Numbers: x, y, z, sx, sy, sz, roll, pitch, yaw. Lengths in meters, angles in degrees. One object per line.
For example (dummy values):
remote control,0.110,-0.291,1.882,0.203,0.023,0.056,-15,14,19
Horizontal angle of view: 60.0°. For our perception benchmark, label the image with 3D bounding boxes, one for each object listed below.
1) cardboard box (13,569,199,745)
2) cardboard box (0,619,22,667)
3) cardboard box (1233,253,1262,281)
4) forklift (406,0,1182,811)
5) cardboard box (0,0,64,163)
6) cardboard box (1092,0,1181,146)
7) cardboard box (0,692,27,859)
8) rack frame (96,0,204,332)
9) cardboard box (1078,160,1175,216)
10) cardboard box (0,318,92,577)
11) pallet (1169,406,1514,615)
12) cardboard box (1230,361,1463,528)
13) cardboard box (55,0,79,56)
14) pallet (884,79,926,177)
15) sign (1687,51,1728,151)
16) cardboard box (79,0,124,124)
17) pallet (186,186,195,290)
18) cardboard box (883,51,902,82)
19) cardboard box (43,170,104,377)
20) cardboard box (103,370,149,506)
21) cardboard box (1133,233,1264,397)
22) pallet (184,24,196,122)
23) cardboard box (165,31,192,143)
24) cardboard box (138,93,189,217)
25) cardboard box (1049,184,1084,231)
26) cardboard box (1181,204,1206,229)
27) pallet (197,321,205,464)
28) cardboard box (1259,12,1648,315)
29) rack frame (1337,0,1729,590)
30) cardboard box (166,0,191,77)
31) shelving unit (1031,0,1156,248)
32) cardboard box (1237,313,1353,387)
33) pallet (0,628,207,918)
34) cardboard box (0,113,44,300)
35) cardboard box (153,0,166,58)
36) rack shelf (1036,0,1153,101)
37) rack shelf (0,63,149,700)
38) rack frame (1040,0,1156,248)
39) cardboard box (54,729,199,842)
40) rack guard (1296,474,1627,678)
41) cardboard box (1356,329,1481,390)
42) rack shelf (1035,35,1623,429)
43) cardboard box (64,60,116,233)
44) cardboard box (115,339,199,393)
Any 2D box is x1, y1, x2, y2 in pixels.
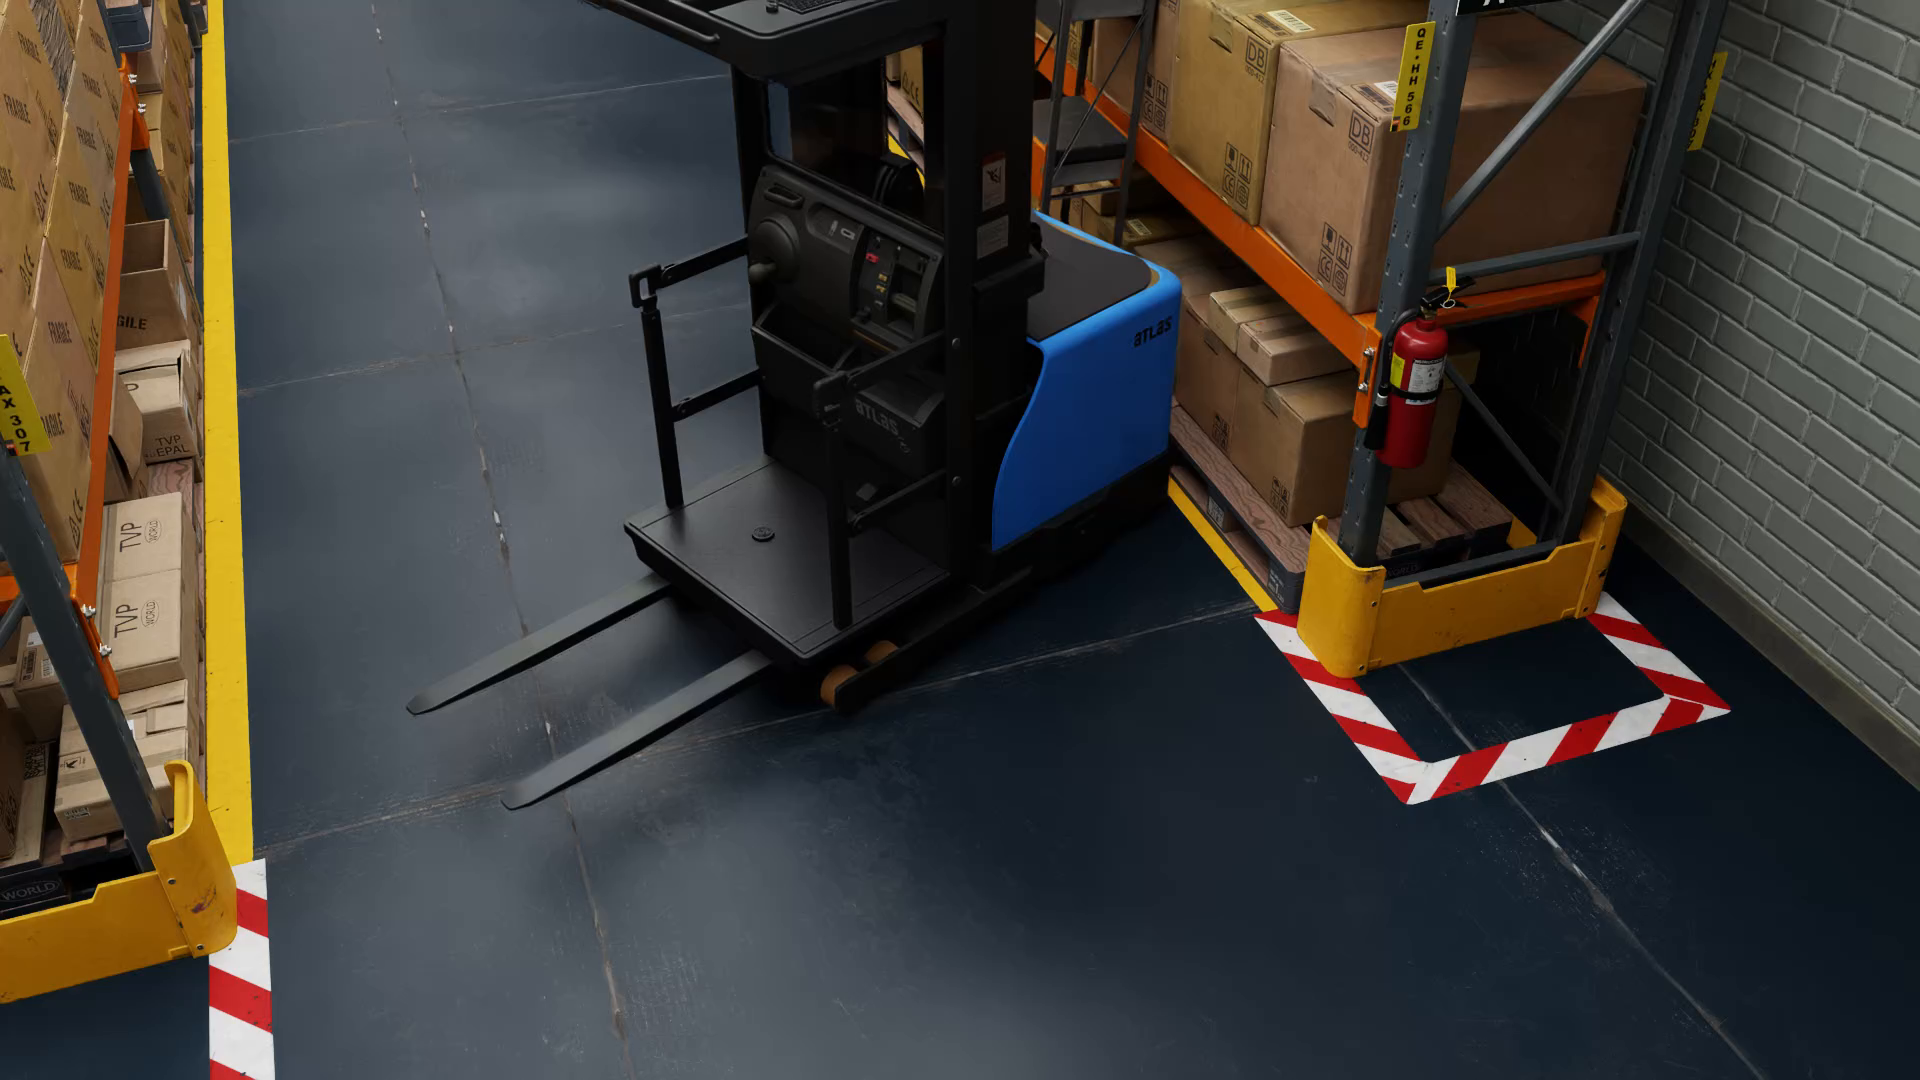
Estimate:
cardboard box,-2.889,0.390,5.659,0.500,0.250,0.500,-12,39,-16
cardboard box,-3.513,0.239,5.859,0.500,0.250,0.500,-12,39,-16
cardboard box,1.401,-1.257,7.115,0.380,0.149,0.250,-12,39,-15
forklift,-0.554,-0.913,5.526,3.031,2.935,1.130,-30,46,-33
cardboard box,-3.232,-1.493,5.325,0.500,0.500,0.500,-13,39,-16
cardboard box,1.154,-2.159,6.874,0.980,0.700,0.700,-14,39,-18
cardboard box,-3.215,0.682,5.063,0.500,0.500,0.500,-12,39,-16
rack frame,-4.173,-2.144,7.103,1.000,3.000,0.127,-12,39,-16
cardboard box,0.765,-1.630,7.611,0.380,0.149,0.250,-14,39,-17
cardboard box,-2.701,-0.230,4.479,0.500,0.500,0.500,-12,39,-15
pallet,1.505,-0.234,6.885,1.003,0.211,1.213,-12,39,-16
cardboard box,1.519,-0.456,6.591,0.700,0.500,0.500,-12,39,-16
cardboard box,-3.577,-2.062,6.081,0.500,0.500,0.500,-13,39,-17
pallet,0.141,-2.478,9.865,1.003,0.211,1.213,-12,39,-16
sign,2.377,-1.401,5.332,0.100,0.325,0.005,-12,39,-16
cardboard box,-3.760,-1.955,6.769,0.500,0.500,0.500,-12,39,-15
pallet,-4.488,-1.482,8.542,1.003,0.211,1.213,-12,39,-16
cardboard box,-0.177,-3.323,10.106,0.750,0.750,0.750,-11,38,-15
cardboard box,-3.054,-0.804,5.241,0.500,0.500,0.500,-13,39,-16
cardboard box,-3.521,-0.262,6.314,0.797,0.503,0.637,-12,39,-16
cardboard box,1.173,-1.023,7.343,0.700,0.500,0.500,-14,39,-17
pallet,-5.328,-2.860,10.372,1.003,0.211,1.213,-12,39,-16
cardboard box,-4.643,-2.514,9.306,0.500,0.500,0.500,-14,39,-18
cardboard box,-4.304,-1.944,8.550,0.500,0.500,0.500,-12,39,-15
cardboard box,0.808,-1.613,8.127,0.700,0.500,0.500,-13,39,-16
cardboard box,1.225,-1.545,7.497,0.380,0.149,0.250,-13,39,-17
pallet,-3.937,-0.642,7.427,1.003,0.211,1.213,-12,39,-16
cardboard box,1.669,-1.318,5.757,0.980,0.700,0.700,-11,38,-14
rack frame,1.854,-0.912,5.468,1.000,3.000,0.127,-12,39,-16
cardboard box,-5.007,-3.101,10.086,0.500,0.500,0.500,-11,38,-14
shelving unit,0.425,-1.576,7.051,0.431,2.100,0.503,-12,42,-20
cardboard box,1.304,-0.750,6.442,0.380,0.149,0.250,-13,39,-16
pallet,-3.098,0.736,5.597,1.003,0.211,1.213,-12,39,-16
cardboard box,-2.888,-0.923,4.568,0.500,0.500,0.500,-12,39,-15
cardboard box,-4.628,-2.793,9.053,0.500,0.250,0.500,-13,39,-17
rack shelf,0.472,-2.111,6.623,0.431,0.518,0.480,-12,42,-20
rack shelf,-3.484,-0.727,5.820,1.077,0.370,4.000,-12,39,-16
rack frame,0.520,-1.430,6.879,0.400,2.100,0.015,-12,42,-20
cardboard box,-2.618,0.771,5.237,0.380,0.149,0.250,-12,39,-16
rack guard,1.862,0.100,6.202,1.175,0.500,0.348,-12,39,-16
cardboard box,1.750,-0.686,6.357,0.380,0.149,0.250,-12,39,-16
rack shelf,1.165,-1.755,7.184,1.077,0.370,4.000,-12,39,-16
cardboard box,-3.402,-1.374,5.998,0.500,0.500,0.500,-12,39,-15
cardboard box,-3.525,-0.718,7.215,0.380,0.149,0.250,-12,39,-16
